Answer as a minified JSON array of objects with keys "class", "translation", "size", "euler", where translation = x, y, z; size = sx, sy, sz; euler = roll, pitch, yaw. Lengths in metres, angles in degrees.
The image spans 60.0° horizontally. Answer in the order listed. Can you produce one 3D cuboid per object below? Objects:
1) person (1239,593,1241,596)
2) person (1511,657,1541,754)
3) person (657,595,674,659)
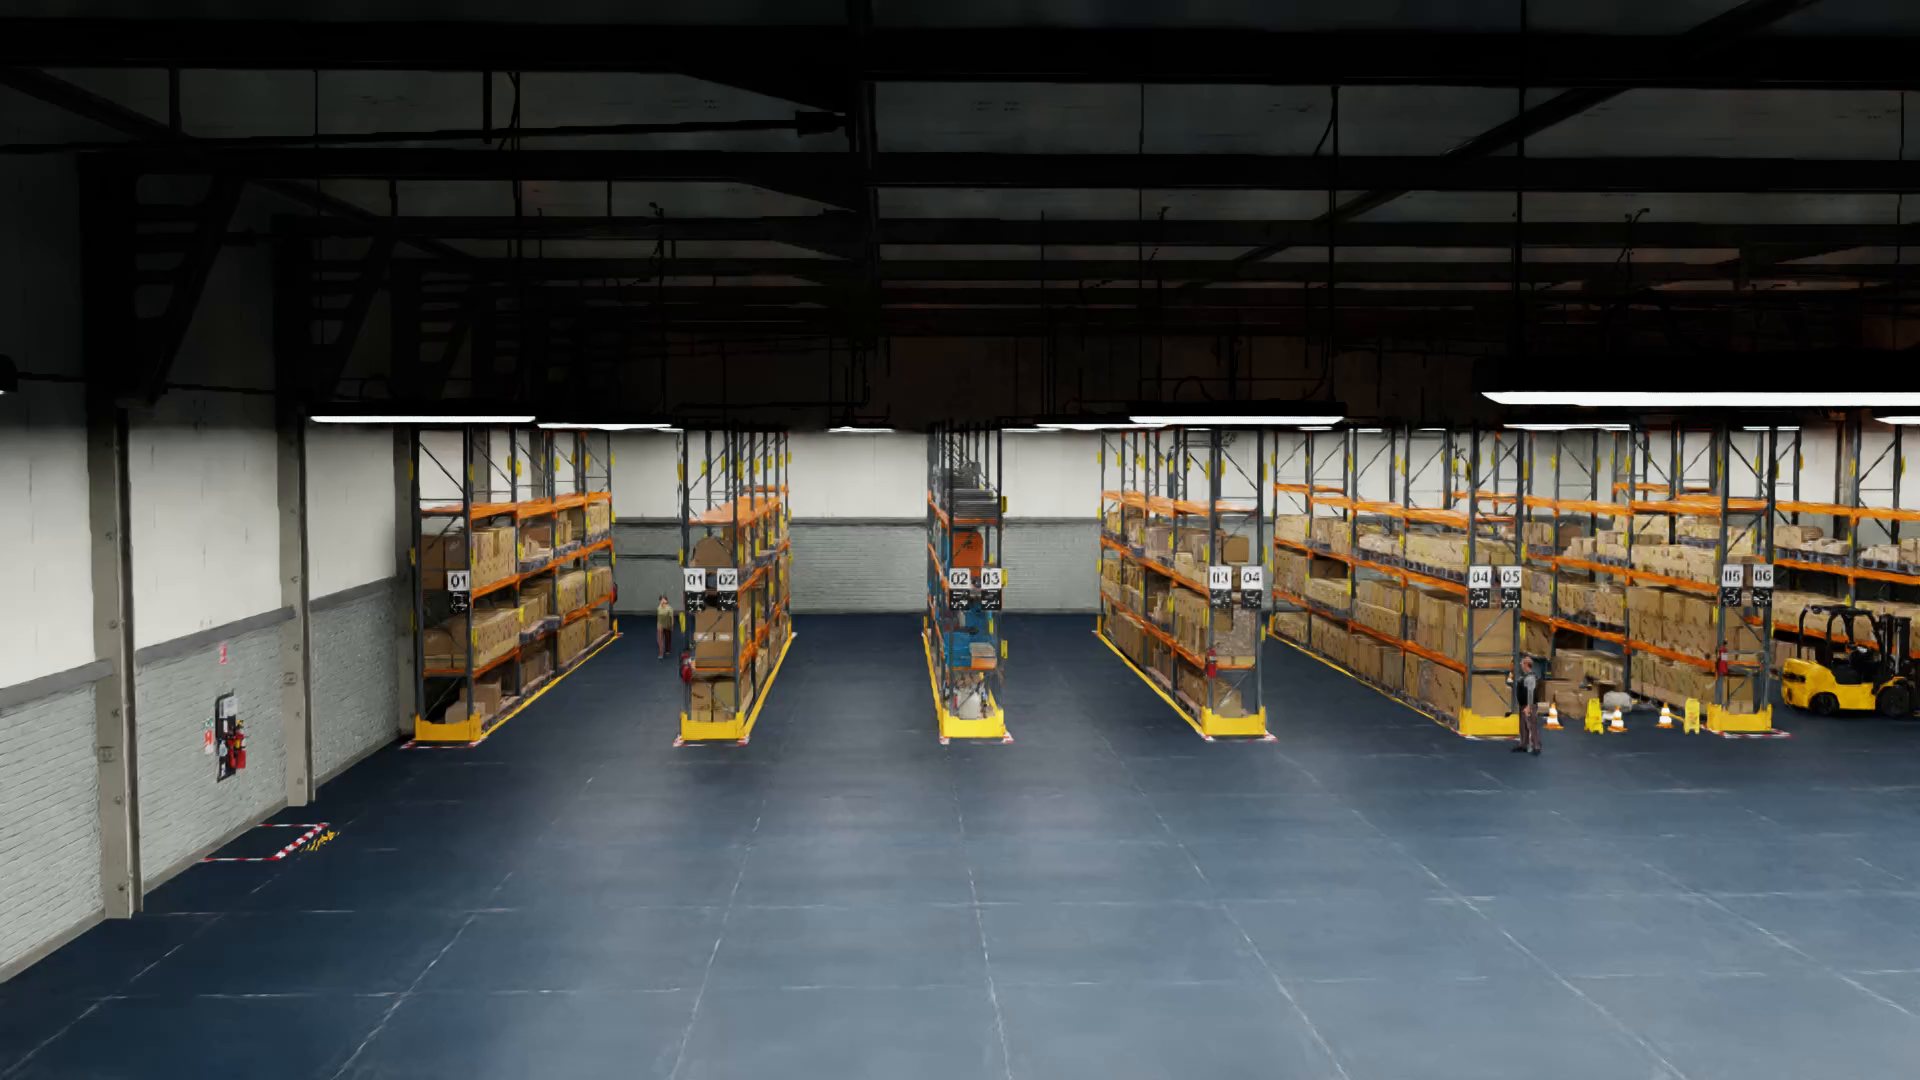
[{"class":"person","translation":[8.728,1.655,50.165],"size":[0.635,1.722,1.045],"euler":[1,4,18]},{"class":"person","translation":[10.153,2.992,29.750],"size":[0.470,1.627,0.583],"euler":[0,4,3]},{"class":"person","translation":[-7.506,2.201,42.357],"size":[0.456,1.612,1.019],"euler":[0,4,-4]}]
